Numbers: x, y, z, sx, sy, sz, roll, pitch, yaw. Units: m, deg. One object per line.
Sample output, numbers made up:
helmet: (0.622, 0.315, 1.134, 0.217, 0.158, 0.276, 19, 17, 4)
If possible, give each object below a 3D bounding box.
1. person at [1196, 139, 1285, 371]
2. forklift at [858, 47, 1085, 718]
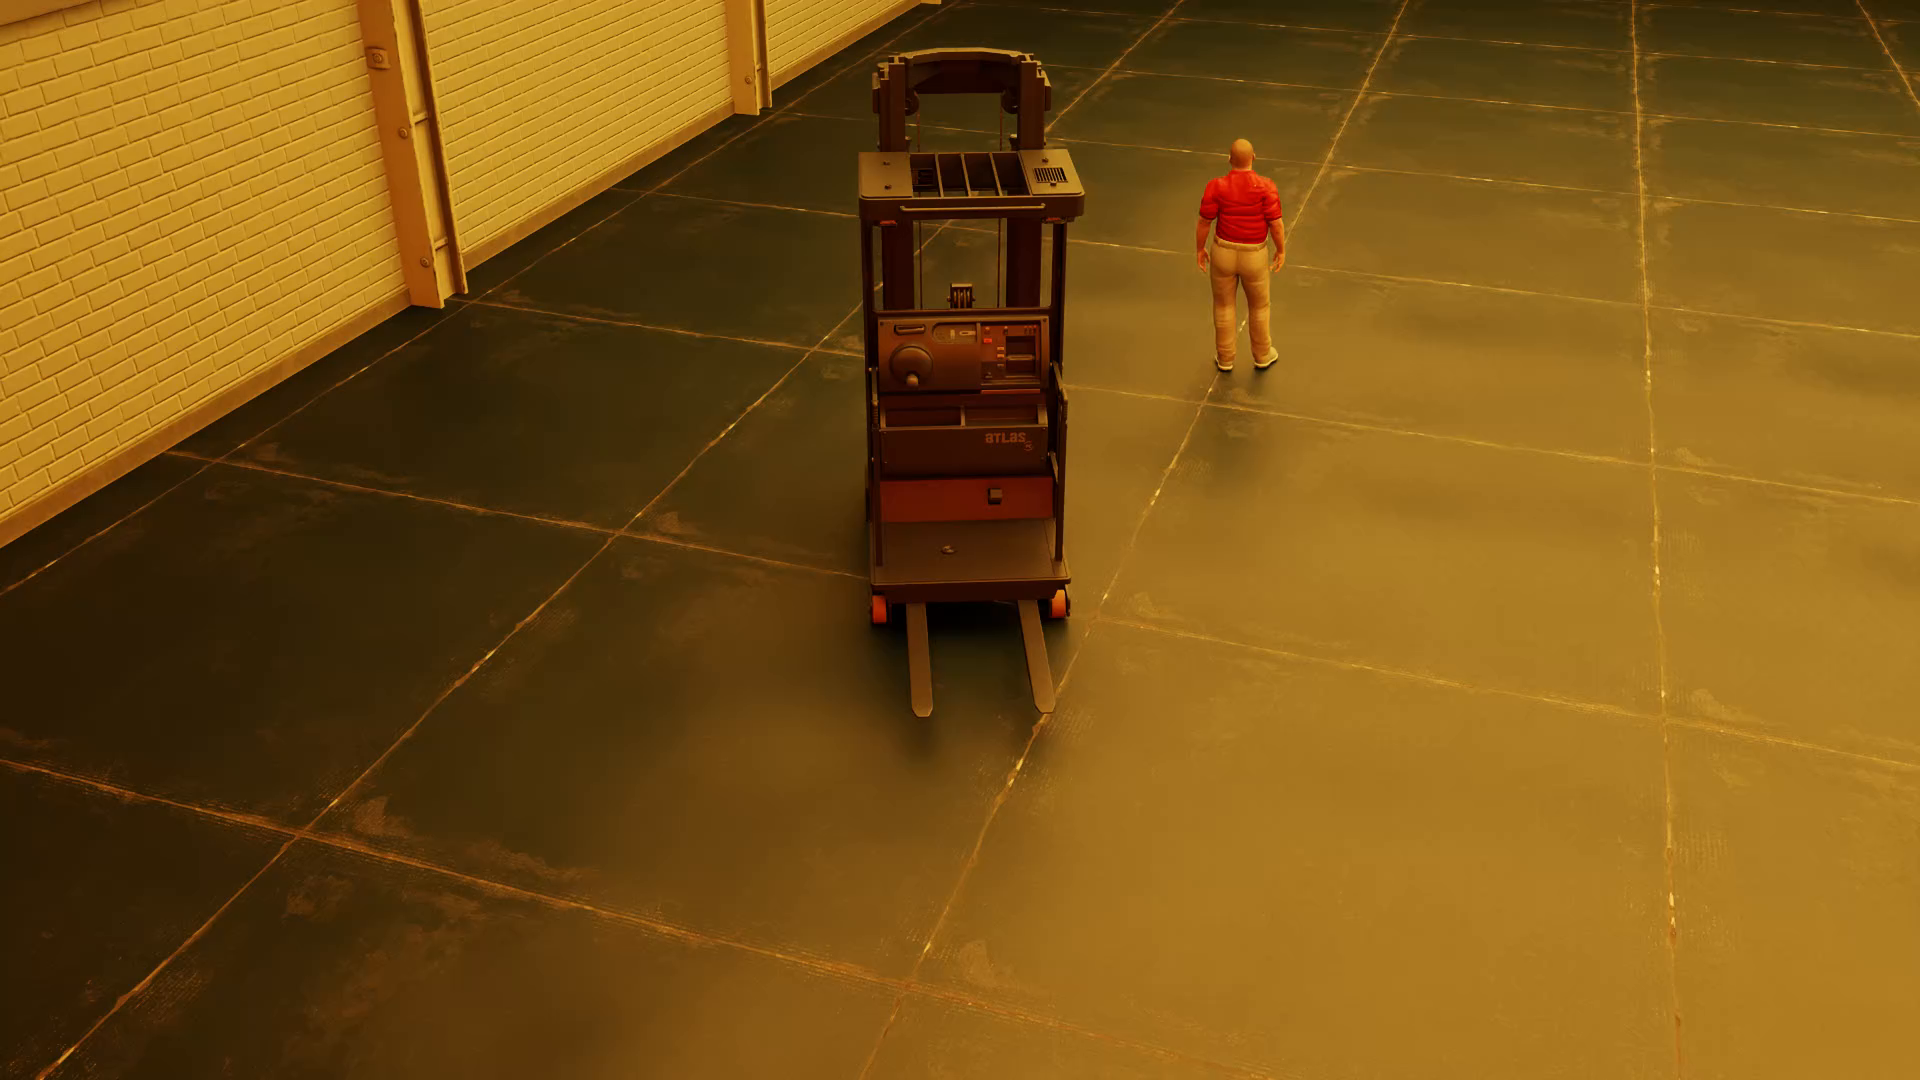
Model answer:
person: (2.023, -2.061, 11.950, 0.642, 1.729, 0.550, 7, 30, 13)
forklift: (0.035, -0.972, 8.842, 1.130, 2.935, 3.031, -2, 30, -3)
